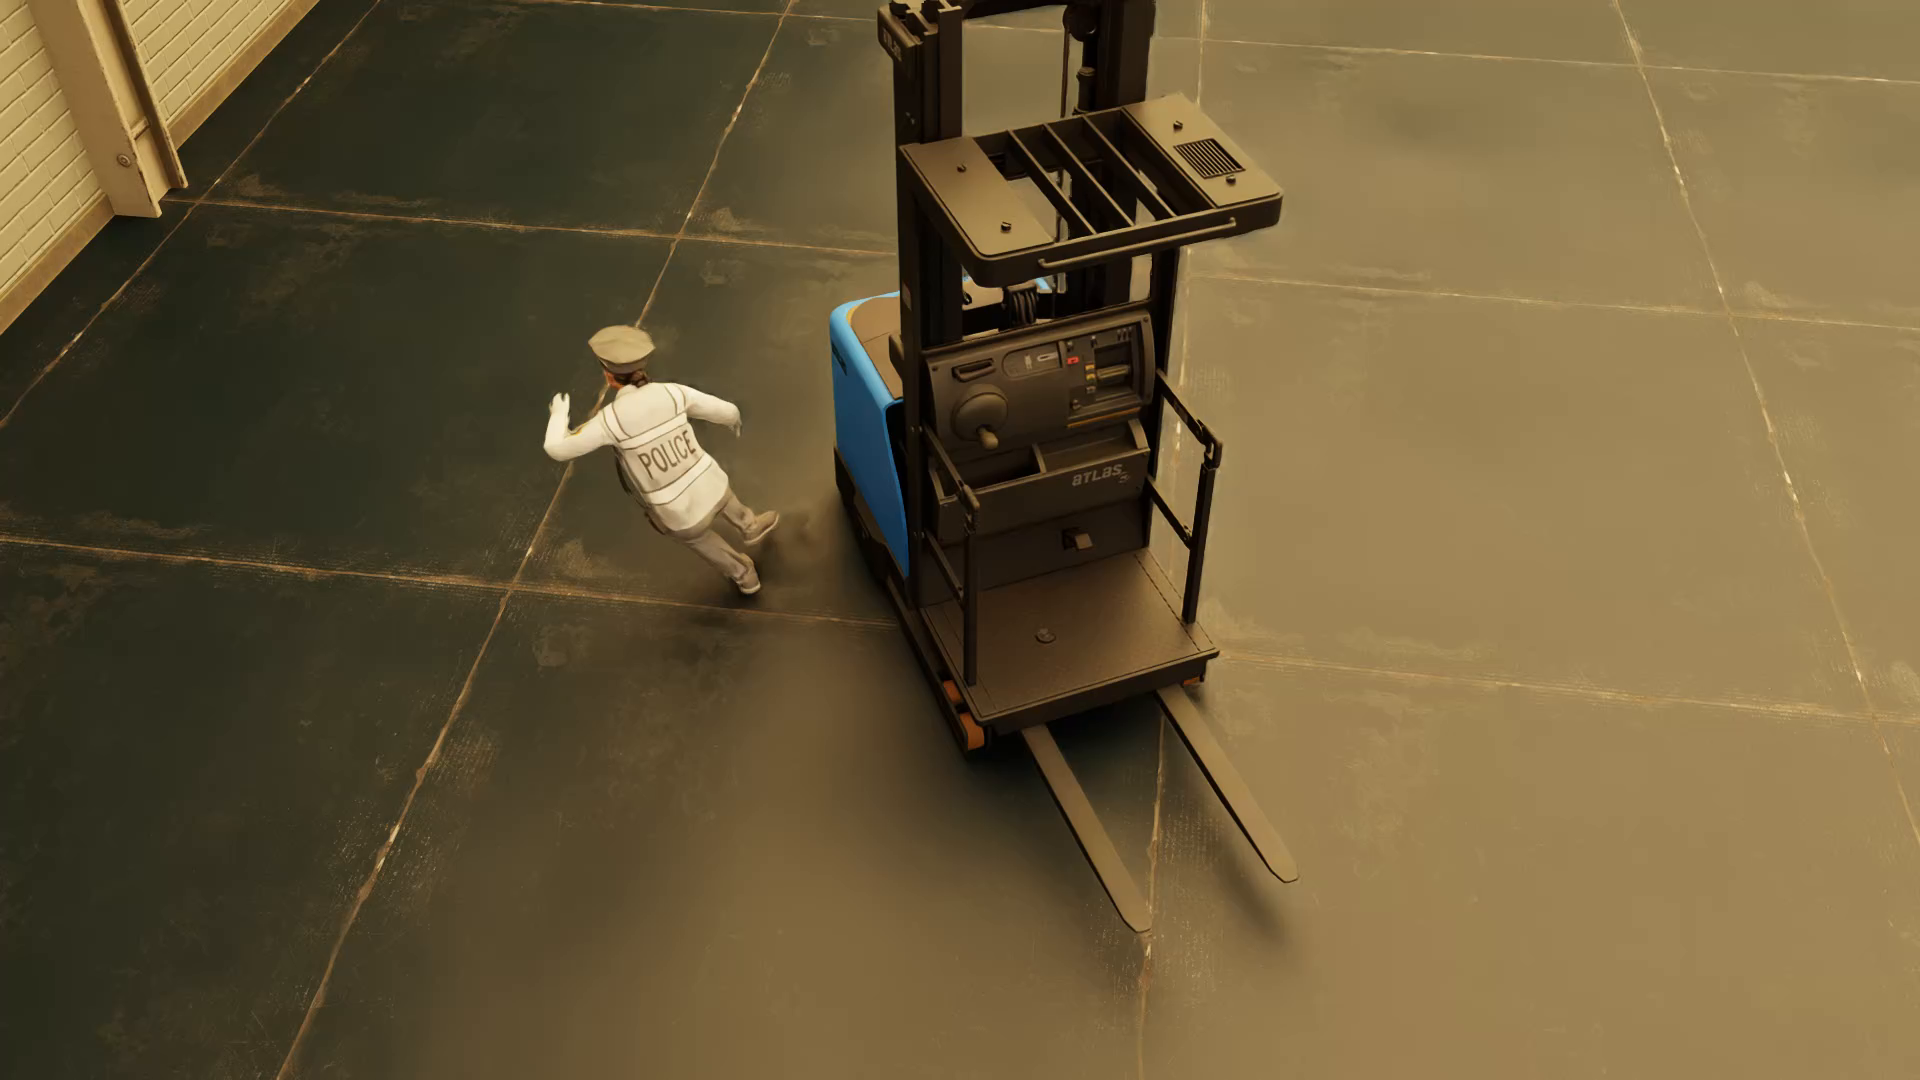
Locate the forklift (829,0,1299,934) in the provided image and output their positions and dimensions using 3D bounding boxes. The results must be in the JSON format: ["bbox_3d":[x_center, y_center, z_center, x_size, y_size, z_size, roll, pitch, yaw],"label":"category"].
[{"bbox_3d":[0.404,-0.528,6.300,1.130,2.935,3.031,-15,45,-15],"label":"forklift"}]

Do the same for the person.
[{"bbox_3d":[-1.265,-0.344,7.224,0.857,1.430,0.991,32,52,30],"label":"person"}]
